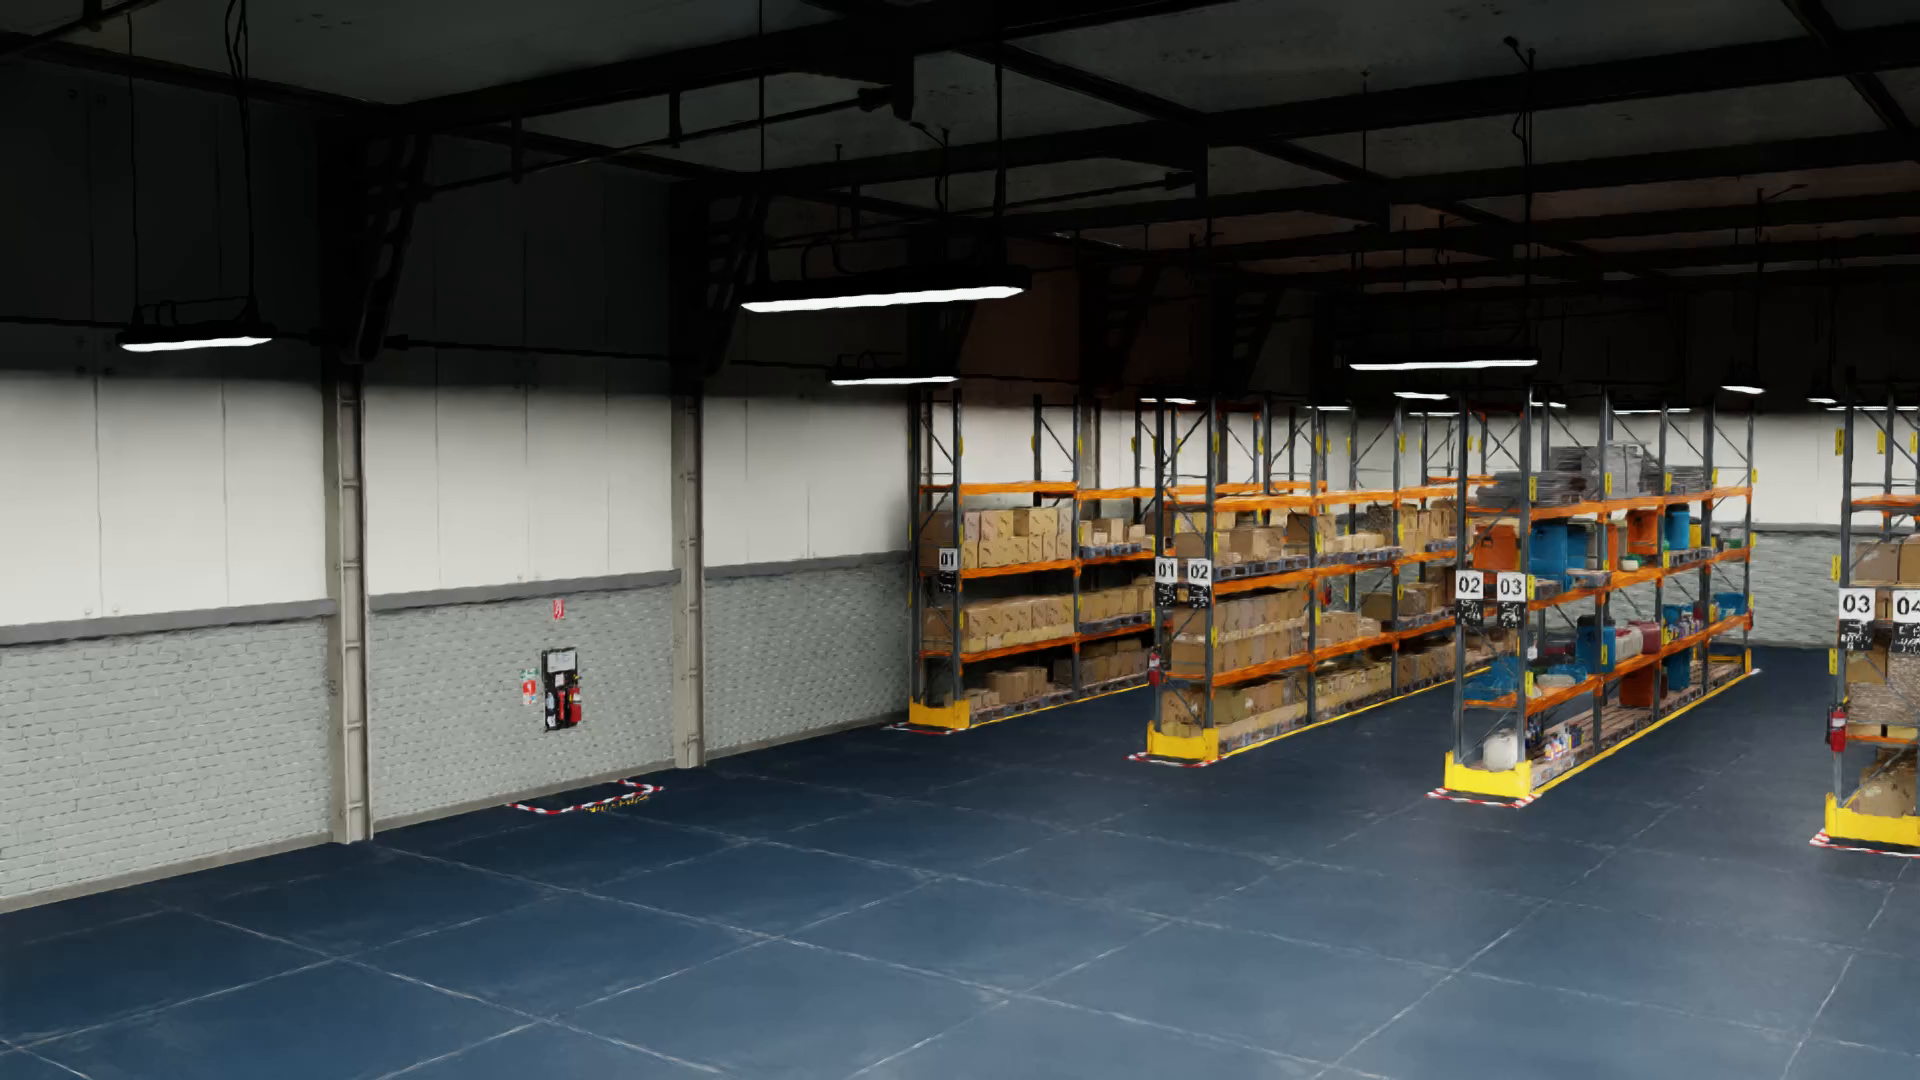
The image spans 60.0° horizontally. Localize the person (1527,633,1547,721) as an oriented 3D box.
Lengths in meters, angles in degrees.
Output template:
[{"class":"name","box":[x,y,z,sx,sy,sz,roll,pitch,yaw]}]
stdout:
[{"class":"person","box":[10.526,2.463,30.273,0.495,1.589,1.086,3,4,38]}]
